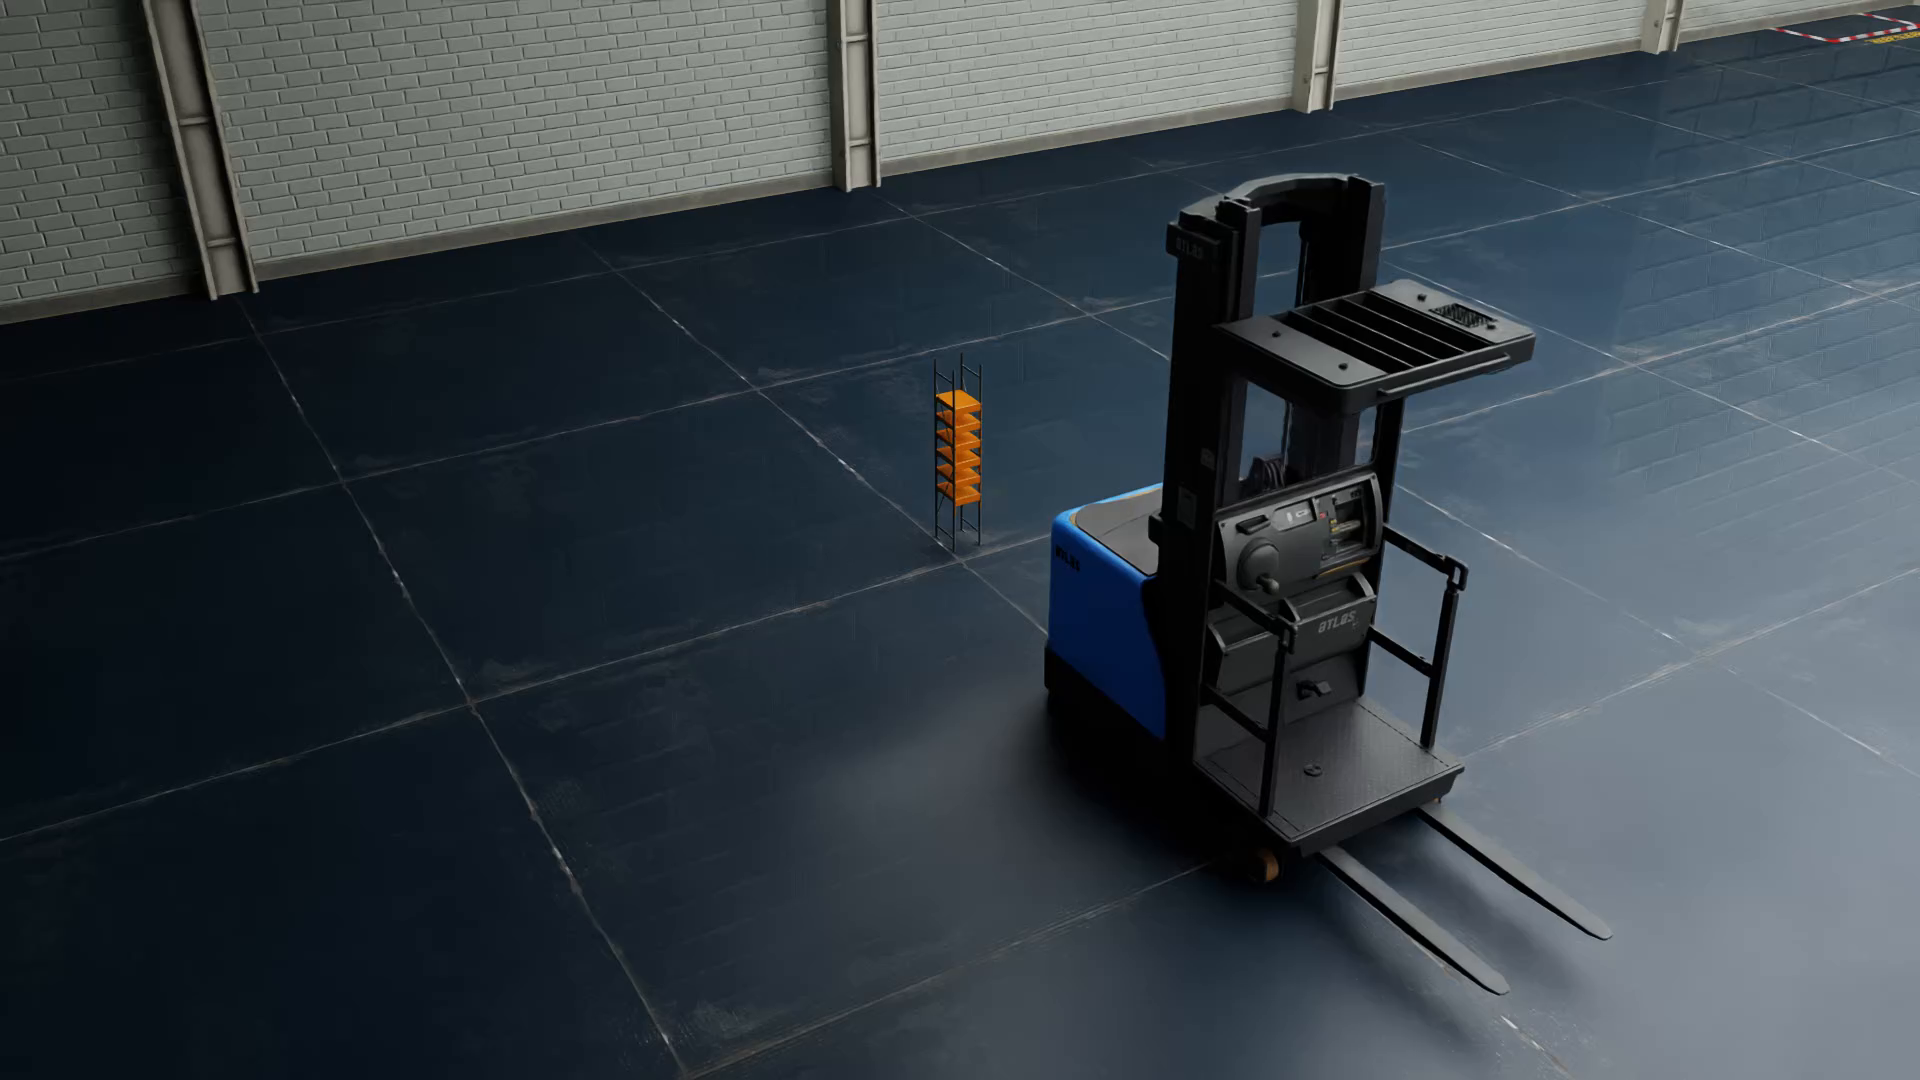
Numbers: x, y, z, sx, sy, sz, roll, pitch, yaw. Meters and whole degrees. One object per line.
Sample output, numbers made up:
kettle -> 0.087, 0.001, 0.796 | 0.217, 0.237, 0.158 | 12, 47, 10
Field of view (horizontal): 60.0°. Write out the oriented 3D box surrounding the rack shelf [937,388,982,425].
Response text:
rack shelf -> -0.012, -0.798, 9.899 | 0.180, 0.103, 0.258 | -16, 33, -26

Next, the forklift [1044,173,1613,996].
forklift -> 1.643, 0.014, 7.290 | 1.130, 2.935, 3.031 | -16, 33, -27

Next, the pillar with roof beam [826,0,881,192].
pillar with roof beam -> 1.135, -5.744, 11.443 | 0.400, 9.000, 9.100 | -16, 33, -26

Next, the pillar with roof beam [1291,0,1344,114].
pillar with roof beam -> 6.308, -7.213, 14.105 | 0.400, 9.000, 9.100 | -16, 33, -26

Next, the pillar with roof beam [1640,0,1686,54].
pillar with roof beam -> 11.481, -8.681, 16.766 | 0.400, 9.000, 9.100 | -16, 33, -26

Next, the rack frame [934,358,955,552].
rack frame -> -0.091, -0.499, 10.011 | 0.006, 1.200, 0.240 | -16, 33, -26

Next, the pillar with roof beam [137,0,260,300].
pillar with roof beam -> -4.038, -4.275, 8.782 | 0.400, 9.000, 9.100 | -16, 33, -26

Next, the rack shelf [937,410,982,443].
rack shelf -> -0.012, -0.693, 9.957 | 0.180, 0.103, 0.258 | -16, 33, -26

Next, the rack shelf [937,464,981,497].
rack shelf -> -0.012, -0.378, 10.131 | 0.180, 0.103, 0.258 | -16, 33, -26

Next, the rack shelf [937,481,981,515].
rack shelf -> -0.012, -0.273, 10.189 | 0.180, 0.103, 0.258 | -16, 33, -26

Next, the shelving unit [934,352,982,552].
shelving unit -> -0.012, -0.522, 10.052 | 0.189, 1.200, 0.258 | -16, 33, -26

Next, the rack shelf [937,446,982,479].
rack shelf -> -0.012, -0.483, 10.073 | 0.180, 0.103, 0.258 | -16, 33, -26

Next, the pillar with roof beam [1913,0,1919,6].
pillar with roof beam -> 16.654, -10.150, 19.427 | 0.400, 9.000, 9.100 | -16, 33, -26

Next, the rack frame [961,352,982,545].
rack frame -> 0.066, -0.544, 10.092 | 0.006, 1.200, 0.240 | -16, 33, -26

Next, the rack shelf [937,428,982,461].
rack shelf -> -0.012, -0.588, 10.015 | 0.180, 0.103, 0.258 | -16, 33, -26
